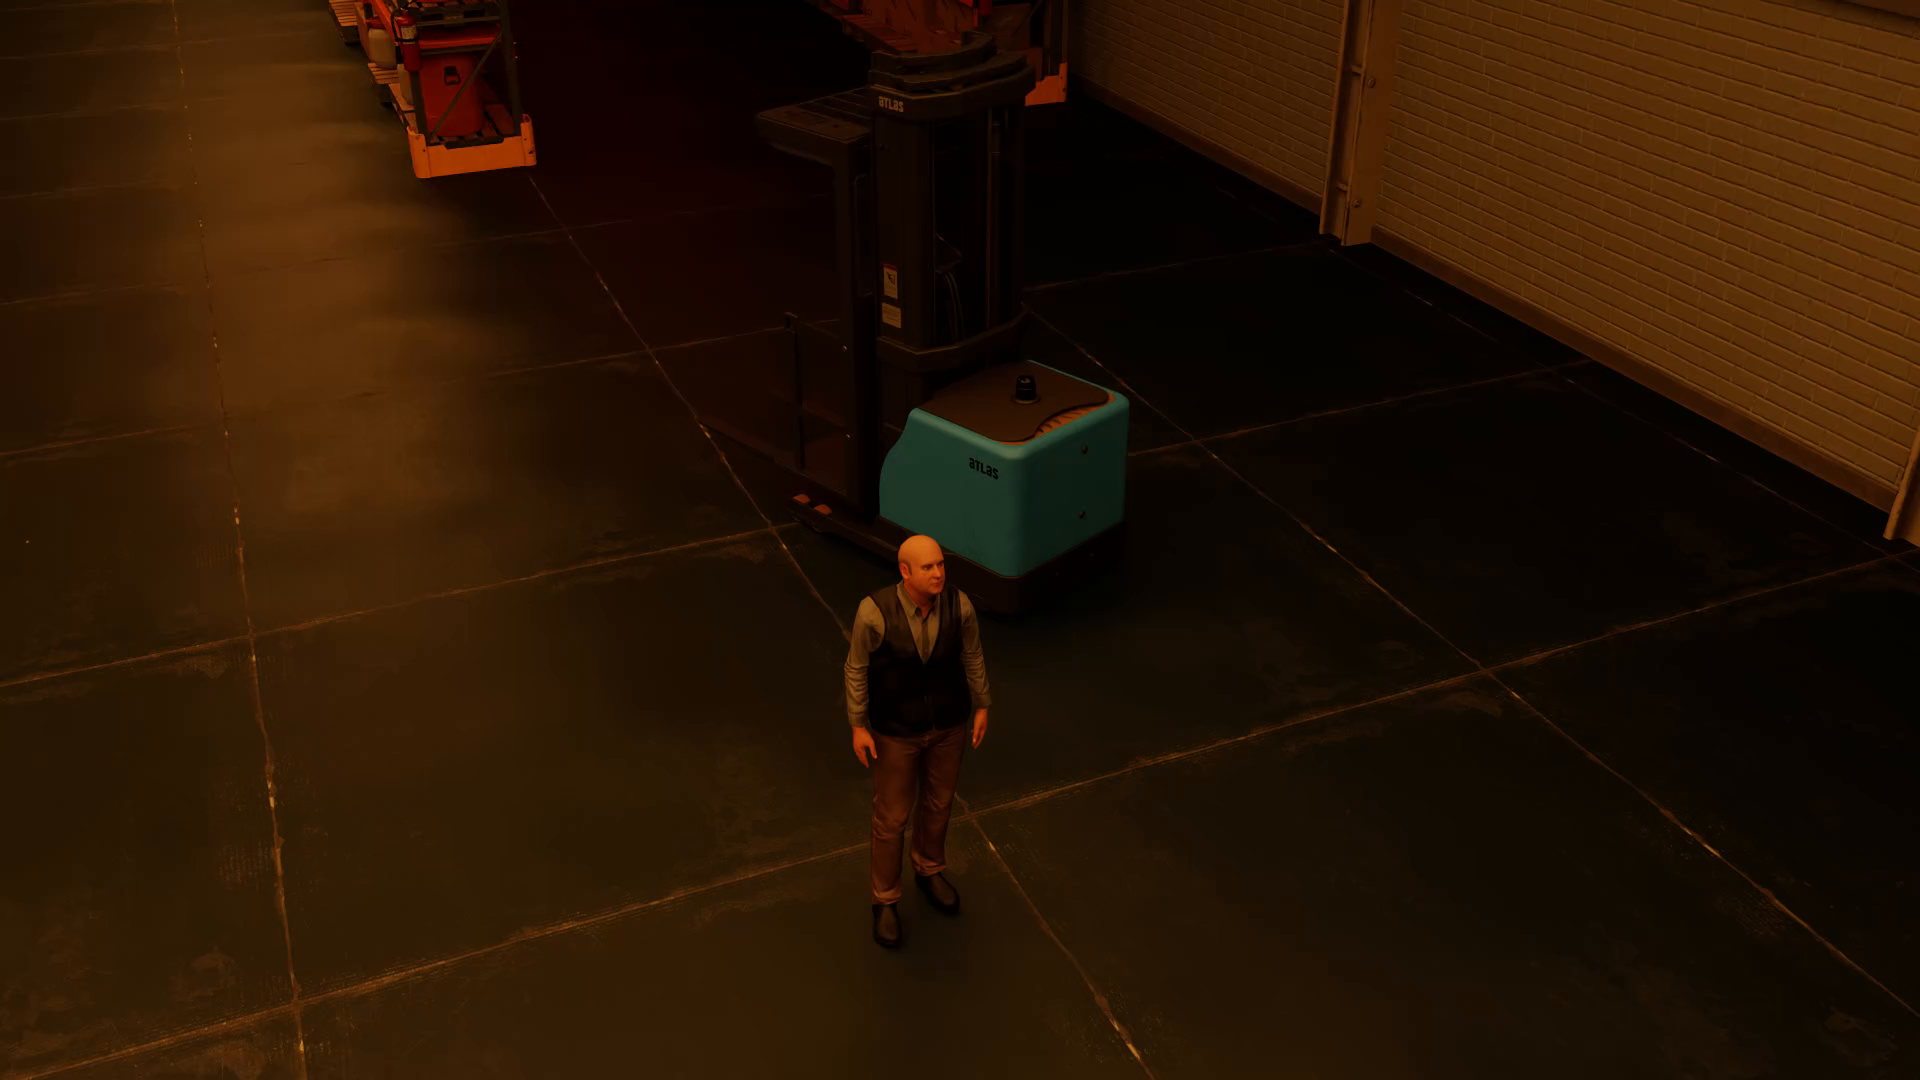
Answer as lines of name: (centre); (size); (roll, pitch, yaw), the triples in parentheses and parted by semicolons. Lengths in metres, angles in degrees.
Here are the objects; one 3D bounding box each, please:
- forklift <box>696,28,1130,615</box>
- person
forklift: (-0.436, -1.483, 9.714); (3.031, 2.935, 1.130); (26, 39, 37)
person: (-0.147, 0.806, 6.915); (0.631, 1.720, 0.569); (-12, 32, -19)
